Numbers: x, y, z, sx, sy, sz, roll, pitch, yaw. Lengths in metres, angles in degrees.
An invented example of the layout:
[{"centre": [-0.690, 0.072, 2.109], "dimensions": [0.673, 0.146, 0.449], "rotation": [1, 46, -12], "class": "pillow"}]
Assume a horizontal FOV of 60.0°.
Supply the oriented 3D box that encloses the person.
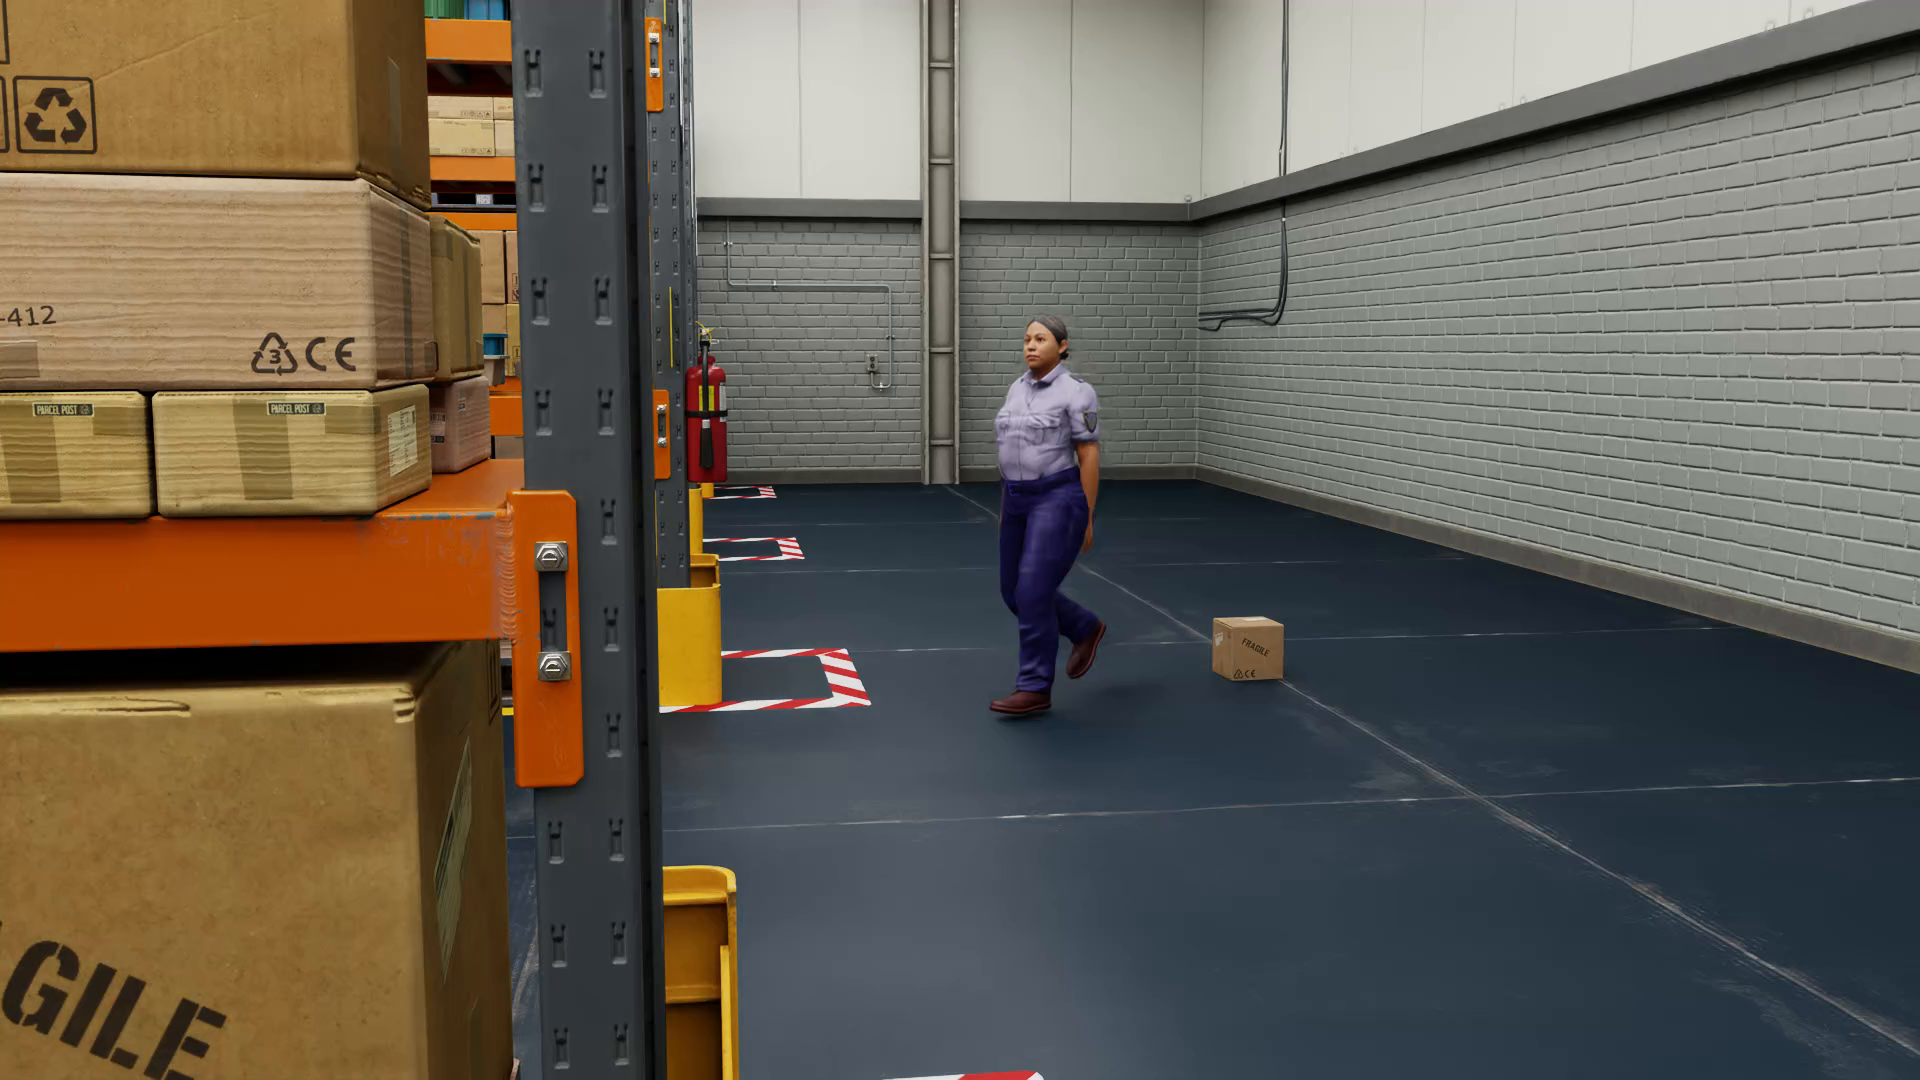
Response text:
[{"centre": [0.397, -0.130, 6.933], "dimensions": [0.807, 1.615, 0.473], "rotation": [-6, 9, -40], "class": "person"}]
